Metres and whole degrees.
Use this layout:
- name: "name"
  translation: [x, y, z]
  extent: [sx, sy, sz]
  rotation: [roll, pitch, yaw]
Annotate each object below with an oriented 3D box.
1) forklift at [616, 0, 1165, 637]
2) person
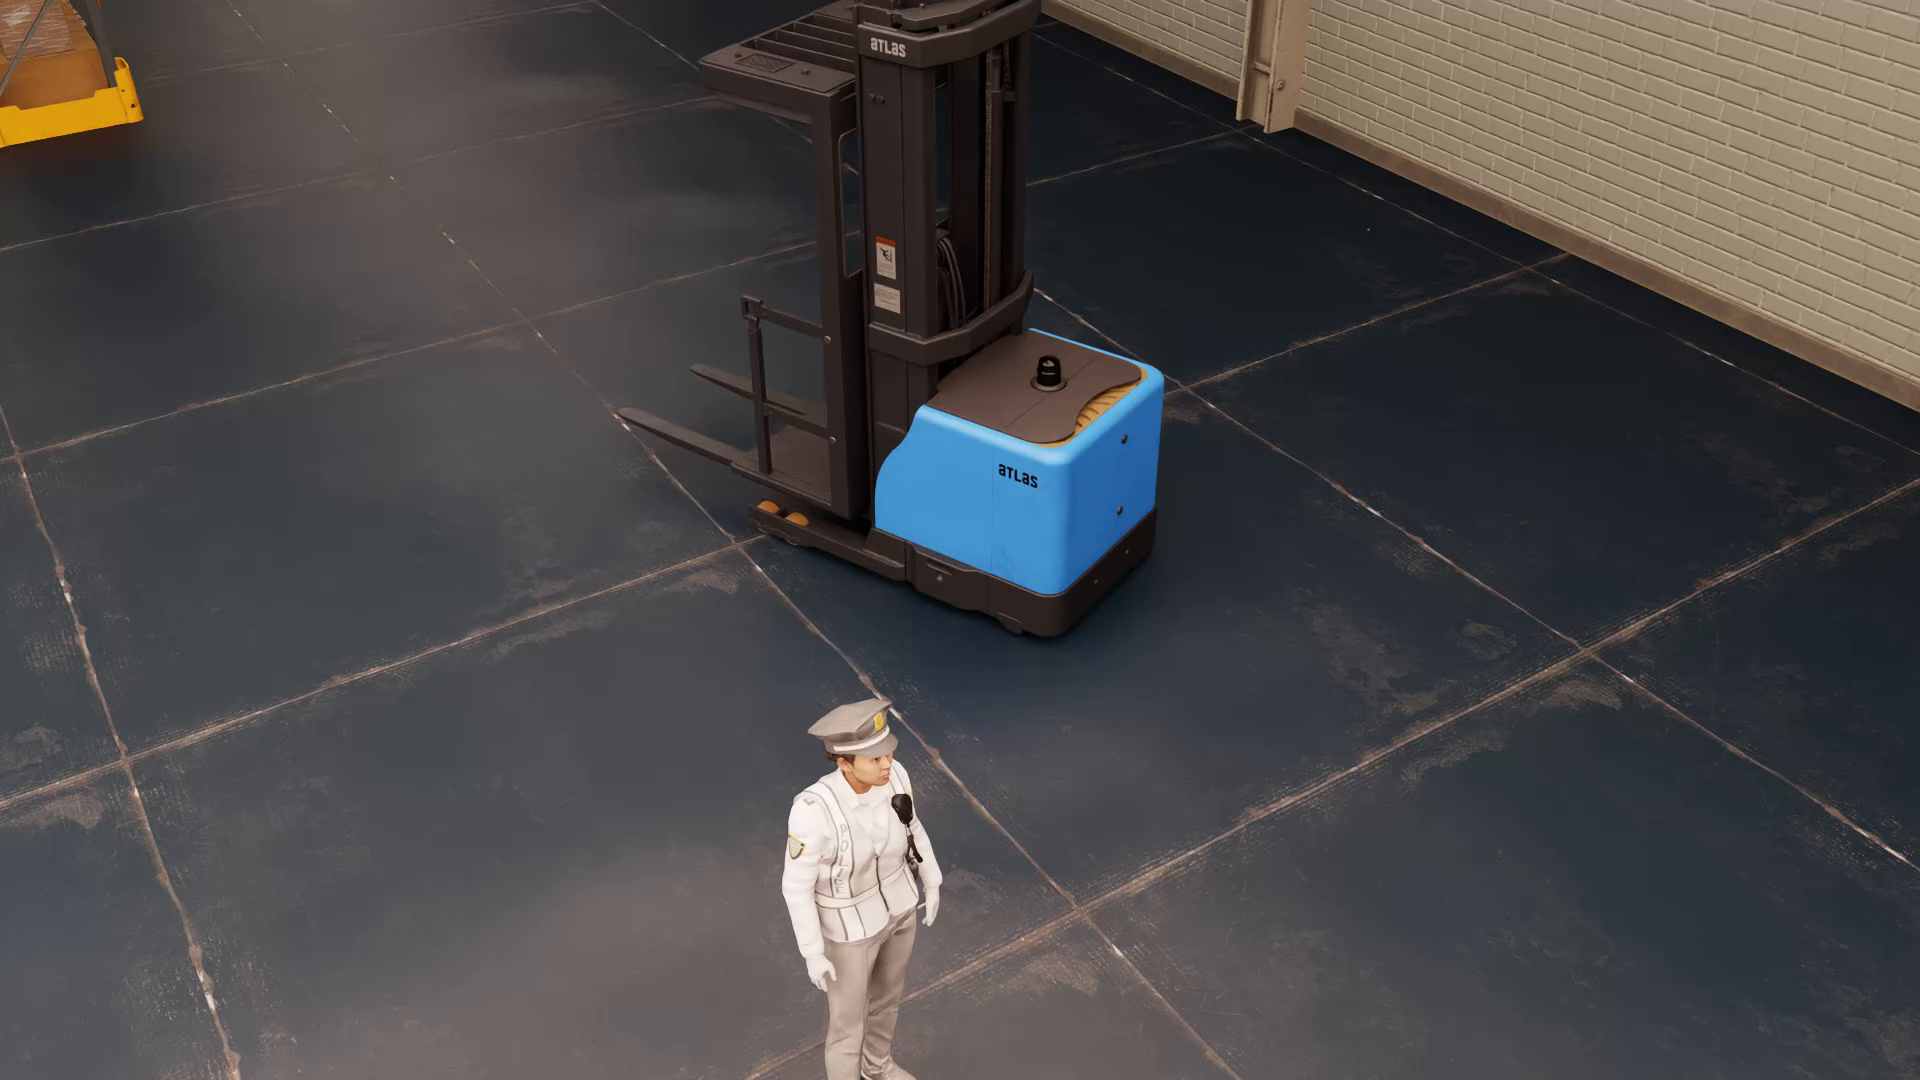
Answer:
- name: "forklift"
  translation: [-0.500, -1.399, 8.138]
  extent: [3.031, 2.935, 1.130]
  rotation: [22, 41, 28]
- name: "person"
  translation: [-0.262, 1.259, 5.419]
  extent: [0.588, 1.694, 0.529]
  rotation: [-28, 44, -34]
